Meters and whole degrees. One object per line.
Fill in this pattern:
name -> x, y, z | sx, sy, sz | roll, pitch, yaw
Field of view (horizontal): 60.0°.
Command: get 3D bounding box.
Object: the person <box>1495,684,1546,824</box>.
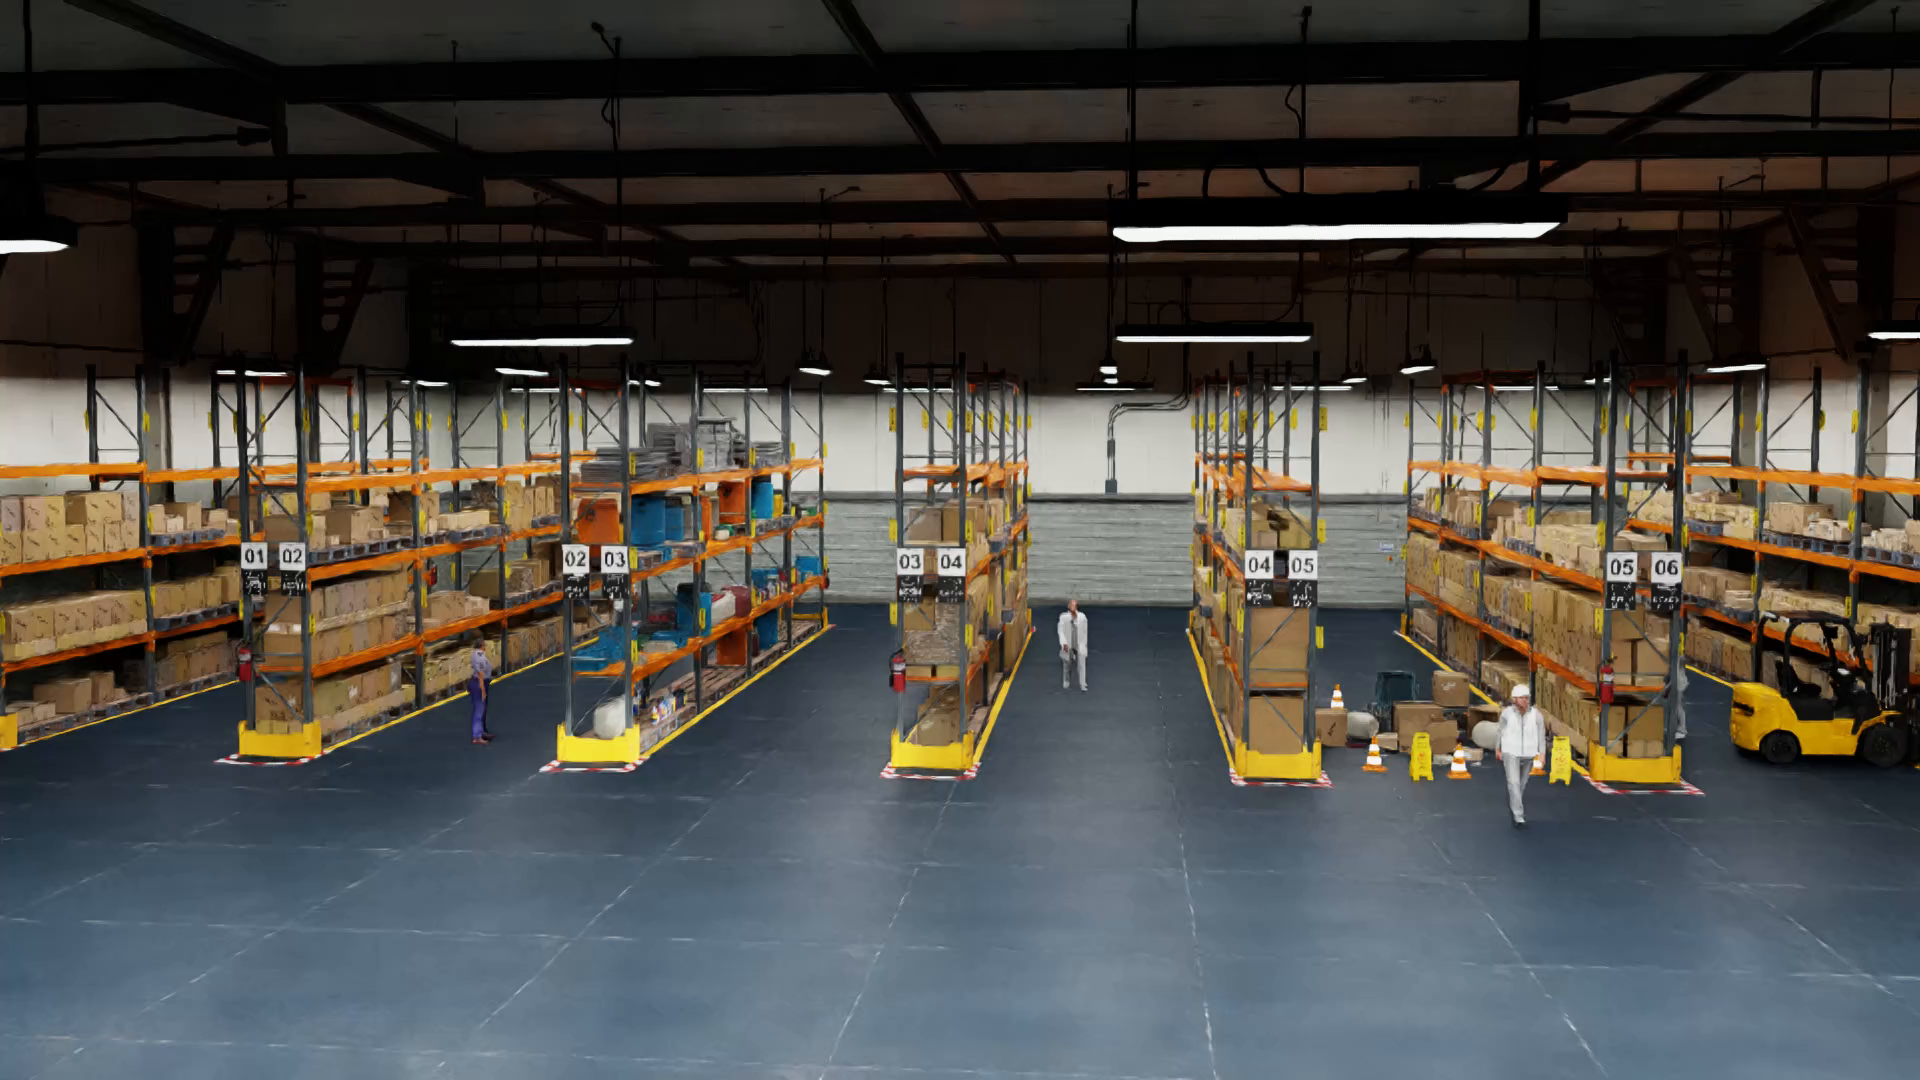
person -> 7.053, 2.659, 20.879 | 0.555, 1.725, 1.029 | 0, 4, 5

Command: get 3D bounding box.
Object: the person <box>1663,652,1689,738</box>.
person -> 11.323, 2.321, 26.354 | 0.449, 1.599, 0.467 | 3, 5, 37

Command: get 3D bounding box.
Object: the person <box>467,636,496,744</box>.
person -> -7.474, 2.322, 25.997 | 0.429, 1.656, 0.533 | -2, 4, -24

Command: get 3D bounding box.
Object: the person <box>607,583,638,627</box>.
person -> -7.558, 1.513, 37.178 | 0.719, 1.714, 0.578 | 0, 4, 4

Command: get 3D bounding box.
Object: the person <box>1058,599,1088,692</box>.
person -> 2.091, 1.940, 30.808 | 0.577, 1.716, 1.104 | 0, 4, -3
